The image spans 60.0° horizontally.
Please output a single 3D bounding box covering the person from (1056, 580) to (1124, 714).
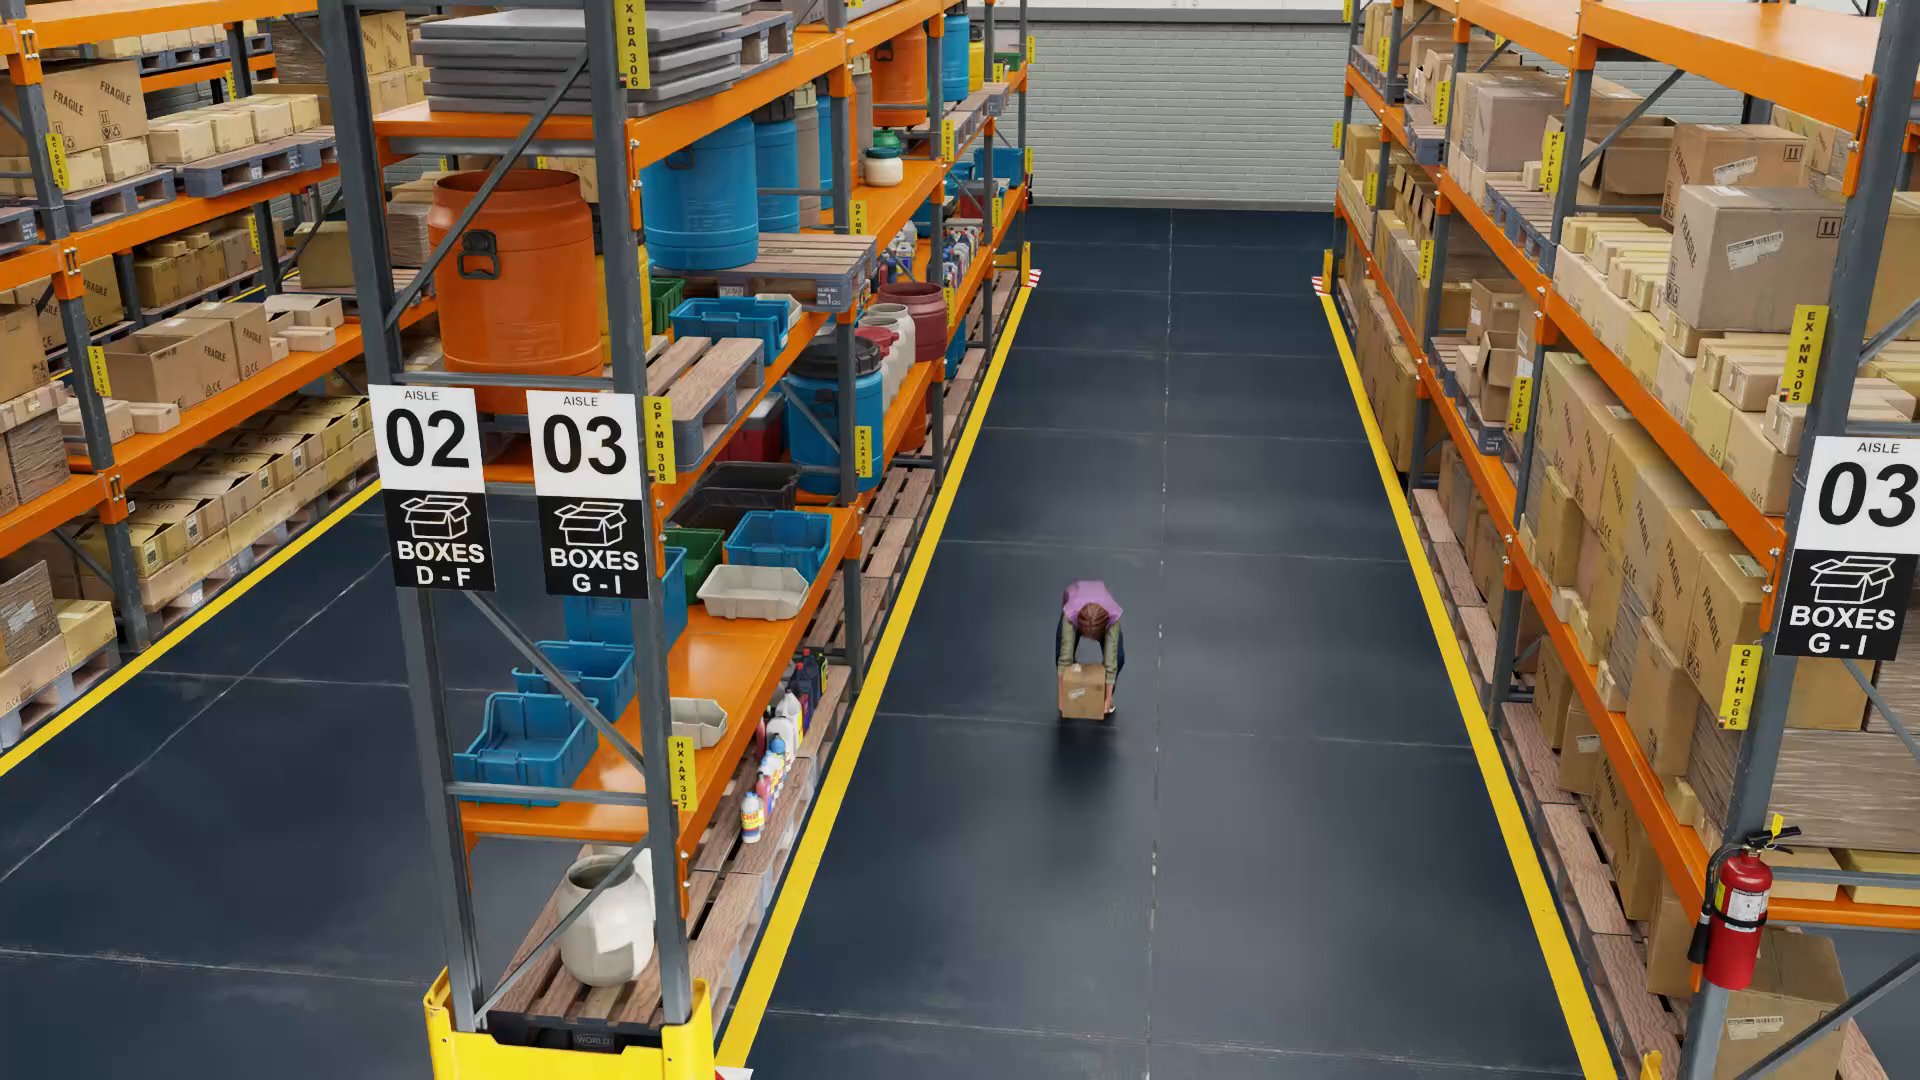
[{"bbox_3d":[0.805,0.689,10.299,0.428,0.902,0.857,2,22,4],"label":"person"}]
